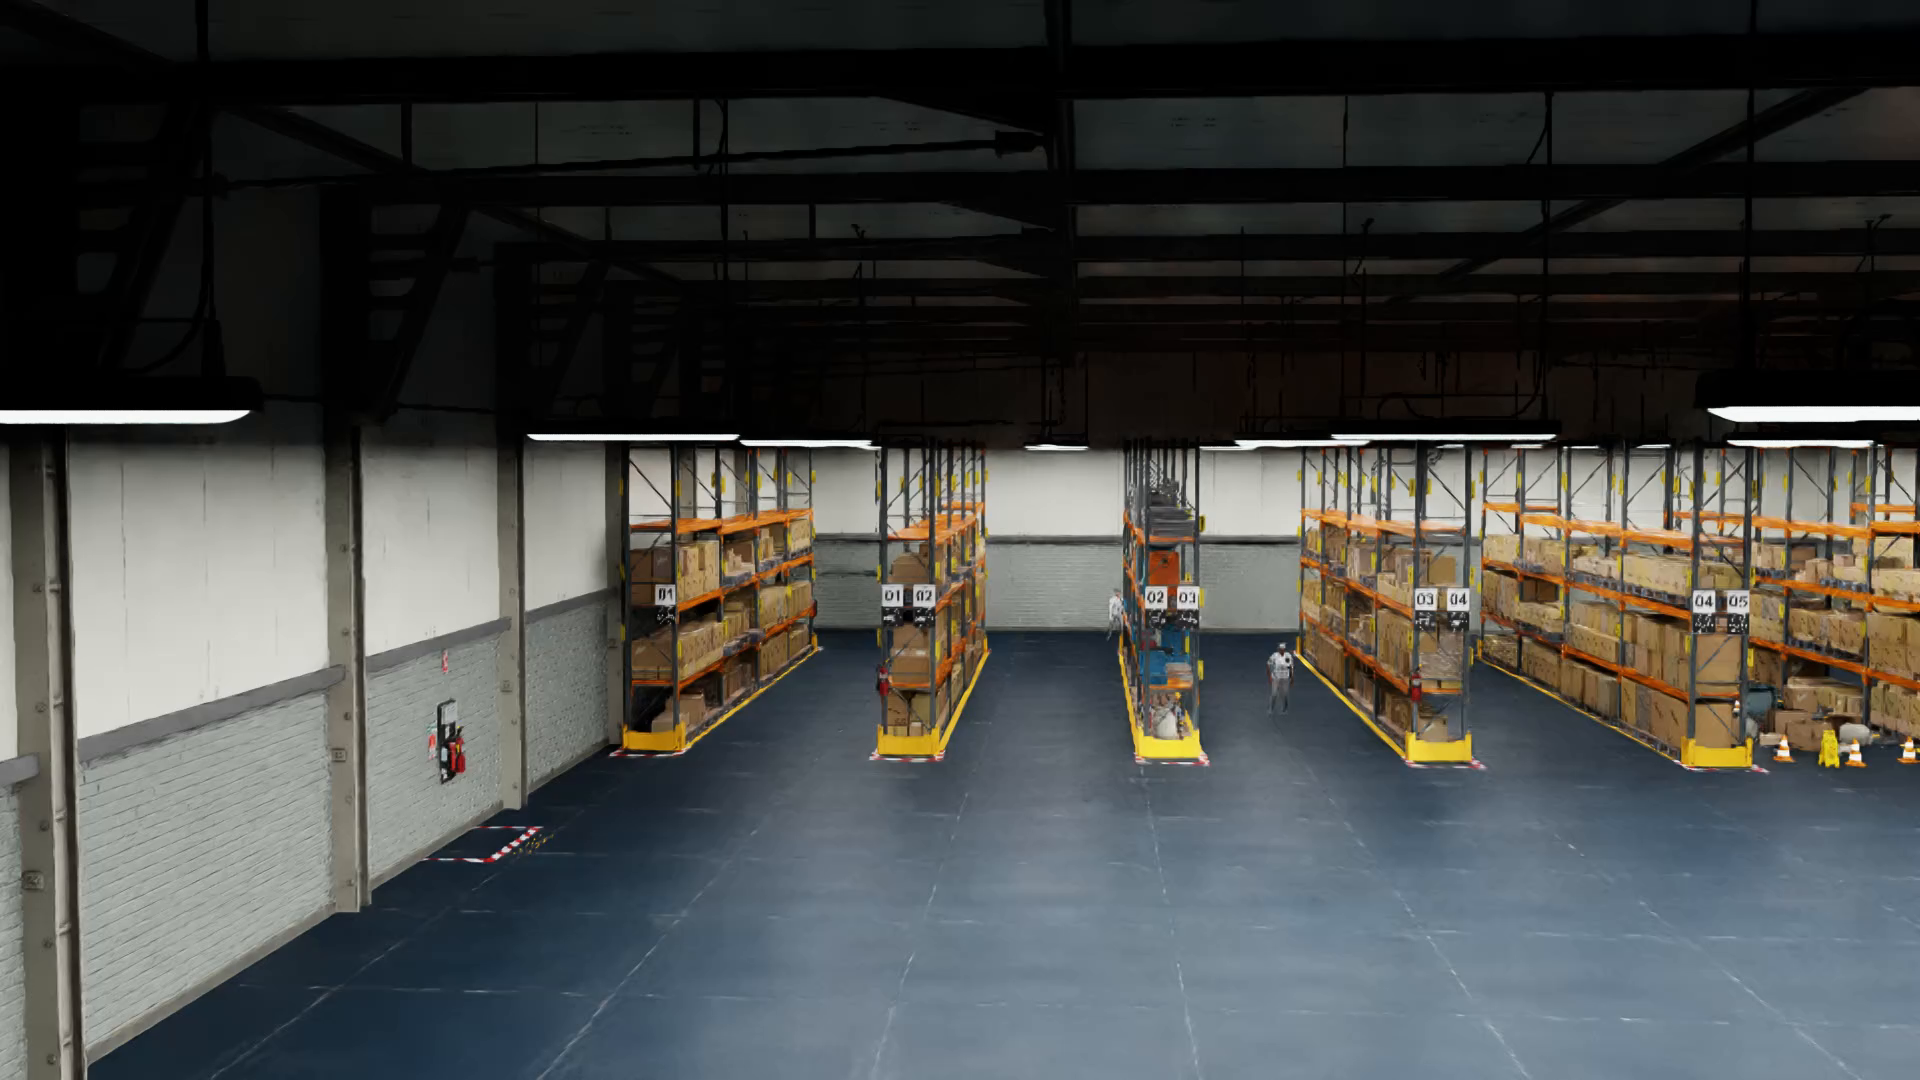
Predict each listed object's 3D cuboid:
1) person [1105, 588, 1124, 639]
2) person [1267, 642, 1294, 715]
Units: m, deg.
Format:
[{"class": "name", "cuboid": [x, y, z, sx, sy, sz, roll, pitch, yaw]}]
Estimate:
[{"class": "person", "cuboid": [4.718, 2.235, 50.087, 0.529, 1.625, 0.934, -1, 3, -19]}, {"class": "person", "cuboid": [6.943, 2.988, 36.035, 0.592, 1.629, 0.526, 0, 3, 2]}]
